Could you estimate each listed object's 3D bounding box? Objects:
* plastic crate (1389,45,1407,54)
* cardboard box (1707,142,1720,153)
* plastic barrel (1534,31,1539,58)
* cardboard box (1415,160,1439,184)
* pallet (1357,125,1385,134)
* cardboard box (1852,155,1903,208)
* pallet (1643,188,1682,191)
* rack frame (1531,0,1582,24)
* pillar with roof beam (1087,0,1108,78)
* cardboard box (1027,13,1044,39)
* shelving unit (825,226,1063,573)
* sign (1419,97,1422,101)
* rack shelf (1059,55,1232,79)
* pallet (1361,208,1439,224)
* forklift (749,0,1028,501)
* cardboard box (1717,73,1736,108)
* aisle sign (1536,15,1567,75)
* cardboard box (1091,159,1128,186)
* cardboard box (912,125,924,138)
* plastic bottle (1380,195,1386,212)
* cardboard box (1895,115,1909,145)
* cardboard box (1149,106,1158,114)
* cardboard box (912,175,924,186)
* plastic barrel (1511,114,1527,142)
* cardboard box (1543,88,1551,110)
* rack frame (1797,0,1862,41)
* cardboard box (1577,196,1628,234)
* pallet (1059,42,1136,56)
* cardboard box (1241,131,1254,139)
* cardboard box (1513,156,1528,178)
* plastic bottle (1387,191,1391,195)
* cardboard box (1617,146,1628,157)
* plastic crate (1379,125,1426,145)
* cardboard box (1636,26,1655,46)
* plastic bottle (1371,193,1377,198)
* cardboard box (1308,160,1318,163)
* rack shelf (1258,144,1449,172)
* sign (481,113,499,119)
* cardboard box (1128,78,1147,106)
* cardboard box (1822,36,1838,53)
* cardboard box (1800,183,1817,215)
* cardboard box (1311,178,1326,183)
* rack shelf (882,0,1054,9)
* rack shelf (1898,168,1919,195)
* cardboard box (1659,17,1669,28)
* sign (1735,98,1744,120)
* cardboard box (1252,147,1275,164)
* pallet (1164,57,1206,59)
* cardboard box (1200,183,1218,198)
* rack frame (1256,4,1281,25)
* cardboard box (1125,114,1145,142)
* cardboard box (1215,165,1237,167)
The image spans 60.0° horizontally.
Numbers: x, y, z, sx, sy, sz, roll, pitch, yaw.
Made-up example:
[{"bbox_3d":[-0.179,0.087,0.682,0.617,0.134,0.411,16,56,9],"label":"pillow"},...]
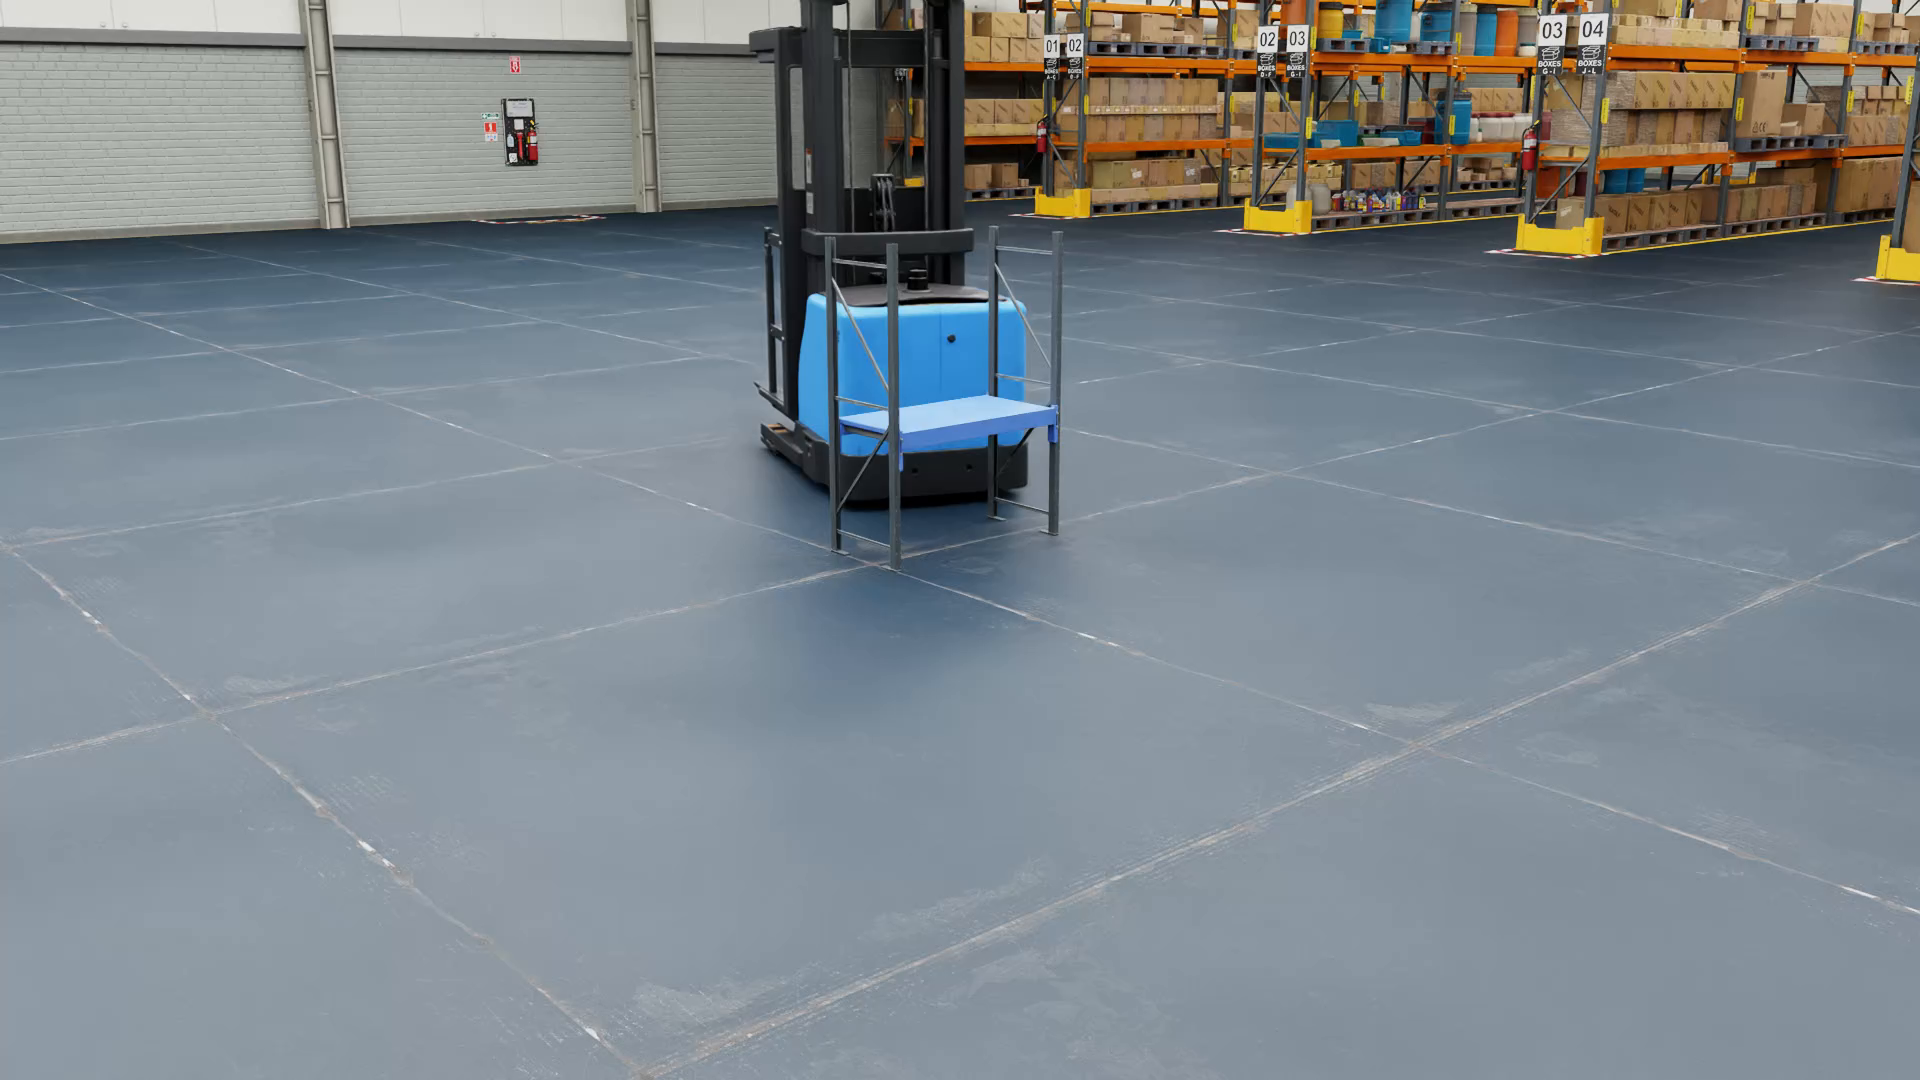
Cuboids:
[{"bbox_3d":[7.226,-8.135,27.590,0.396,0.136,0.243,-13,19,-39],"label":"plastic crate"},{"bbox_3d":[11.259,-5.944,25.176,0.250,0.149,0.380,-13,19,-39],"label":"cardboard box"},{"bbox_3d":[10.753,-9.351,31.417,0.421,0.512,0.421,0,15,0],"label":"plastic barrel"},{"bbox_3d":[10.395,-8.267,37.378,0.500,0.500,0.500,-13,19,-39],"label":"cardboard box"},{"bbox_3d":[8.405,-8.842,35.910,1.003,0.211,1.213,-13,19,-39],"label":"pallet"},{"bbox_3d":[16.315,-6.467,29.951,0.875,0.875,1.225,-14,20,-41],"label":"cardboard box"},{"bbox_3d":[14.736,-7.304,35.183,1.213,0.211,1.003,-13,19,-39],"label":"pallet"},{"bbox_3d":[11.189,-10.739,31.018,0.127,3.000,1.000,-13,19,-39],"label":"rack frame"},{"bbox_3d":[5.963,-11.778,34.907,0.400,9.000,9.100,-13,19,-39],"label":"pillar with roof beam"},{"bbox_3d":[1.468,-10.945,35.429,0.500,0.500,0.500,14,20,42],"label":"cardboard box"},{"bbox_3d":[-0.064,-0.710,8.002,1.048,1.500,0.538,-13,19,-39],"label":"shelving unit"},{"bbox_3d":[10.596,-10.006,38.220,0.005,0.325,0.100,-13,19,-39],"label":"sign"},{"bbox_3d":[3.414,-8.891,31.305,4.000,0.370,1.077,-13,19,-39],"label":"rack shelf"},{"bbox_3d":[7.637,-5.711,29.220,1.213,0.211,1.003,-13,19,-39],"label":"pallet"},{"bbox_3d":[-0.599,-1.957,9.899,1.130,2.935,3.031,-5,16,-19],"label":"forklift"},{"bbox_3d":[11.264,-6.744,24.979,0.500,0.500,0.500,-13,19,-39],"label":"cardboard box"},{"bbox_3d":[8.161,-6.825,22.953,0.004,0.787,0.394,-13,19,-39],"label":"aisle sign"},{"bbox_3d":[2.859,-7.009,31.737,0.500,0.500,0.500,-13,19,-39],"label":"cardboard box"},{"bbox_3d":[-0.773,-8.373,34.034,0.500,0.250,0.500,-13,20,-41],"label":"cardboard box"},{"bbox_3d":[7.213,-5.736,28.346,0.097,0.271,0.097,0,15,0],"label":"plastic bottle"},{"bbox_3d":[16.517,-7.298,29.565,0.500,0.500,0.500,-13,20,-40],"label":"cardboard box"},{"bbox_3d":[3.503,-8.097,31.301,0.250,0.149,0.380,-12,19,-39],"label":"cardboard box"},{"bbox_3d":[-0.768,-7.428,34.602,0.500,0.311,0.500,13,20,41],"label":"cardboard box"},{"bbox_3d":[10.235,-7.608,30.702,0.421,0.512,0.421,0,15,0],"label":"plastic barrel"},{"bbox_3d":[13.820,-10.564,39.854,0.500,0.500,0.500,-13,20,-40],"label":"cardboard box"},{"bbox_3d":[14.440,-9.775,27.408,0.127,3.000,1.000,-13,19,-39],"label":"rack frame"},{"bbox_3d":[9.316,-4.727,24.165,0.500,0.500,0.500,-7,17,-25],"label":"cardboard box"},{"bbox_3d":[2.456,-8.972,30.385,1.213,0.211,1.003,-13,19,-39],"label":"pallet"},{"bbox_3d":[5.725,-8.117,33.313,0.250,0.149,0.380,-13,19,-39],"label":"cardboard box"},{"bbox_3d":[13.727,-9.026,40.220,0.500,0.500,0.500,-13,19,-39],"label":"cardboard box"},{"bbox_3d":[7.643,-6.089,29.668,0.097,0.271,0.097,0,15,0],"label":"plastic bottle"},{"bbox_3d":[9.176,-5.480,23.440,0.250,0.149,0.380,-13,19,-39],"label":"cardboard box"},{"bbox_3d":[7.693,-7.069,29.024,0.504,0.338,0.767,-13,19,-39],"label":"plastic crate"},{"bbox_3d":[9.323,-7.018,23.190,0.500,0.250,0.500,-13,20,-41],"label":"cardboard box"},{"bbox_3d":[7.260,-5.954,29.161,0.097,0.271,0.097,0,15,0],"label":"plastic bottle"},{"bbox_3d":[8.716,-9.634,42.534,0.500,0.500,0.700,-13,20,-40],"label":"cardboard box"},{"bbox_3d":[6.663,-6.477,28.080,4.000,0.370,1.077,-13,19,-39],"label":"rack shelf"},{"bbox_3d":[-8.280,-7.473,29.317,0.331,0.109,0.001,-13,19,-39],"label":"sign"},{"bbox_3d":[3.079,-8.387,31.129,0.500,0.500,0.700,-13,19,-39],"label":"cardboard box"},{"bbox_3d":[13.877,-8.039,27.010,0.500,0.250,0.500,-13,20,-40],"label":"cardboard box"},{"bbox_3d":[13.948,-5.764,28.009,0.500,0.500,0.700,-14,20,-42],"label":"cardboard box"},{"bbox_3d":[7.317,-7.456,34.864,0.500,0.250,0.500,-13,20,-40],"label":"cardboard box"},{"bbox_3d":[0.159,-11.302,34.527,4.000,0.370,1.077,-13,19,-39],"label":"rack shelf"},{"bbox_3d":[13.094,-4.530,20.791,4.000,0.370,1.077,-13,19,-39],"label":"rack shelf"},{"bbox_3d":[9.768,-7.306,23.496,0.250,0.149,0.380,-14,20,-42],"label":"cardboard box"},{"bbox_3d":[11.785,-6.513,25.143,0.005,0.325,0.100,-13,19,-39],"label":"sign"},{"bbox_3d":[7.298,-9.476,41.266,0.750,0.750,0.750,-12,19,-39],"label":"cardboard box"},{"bbox_3d":[5.136,-11.247,39.097,1.003,0.211,1.213,-12,19,-37],"label":"pallet"},{"bbox_3d":[4.716,-6.882,32.715,0.500,0.250,0.500,-13,19,-39],"label":"cardboard box"},{"bbox_3d":[7.703,-13.346,40.775,0.127,3.000,1.000,-13,19,-39],"label":"rack frame"},{"bbox_3d":[3.037,-7.748,31.252,0.500,0.500,0.700,-12,19,-39],"label":"cardboard box"},{"bbox_3d":[5.428,-7.487,33.896,0.500,0.311,0.500,-12,19,-38],"label":"cardboard box"}]
